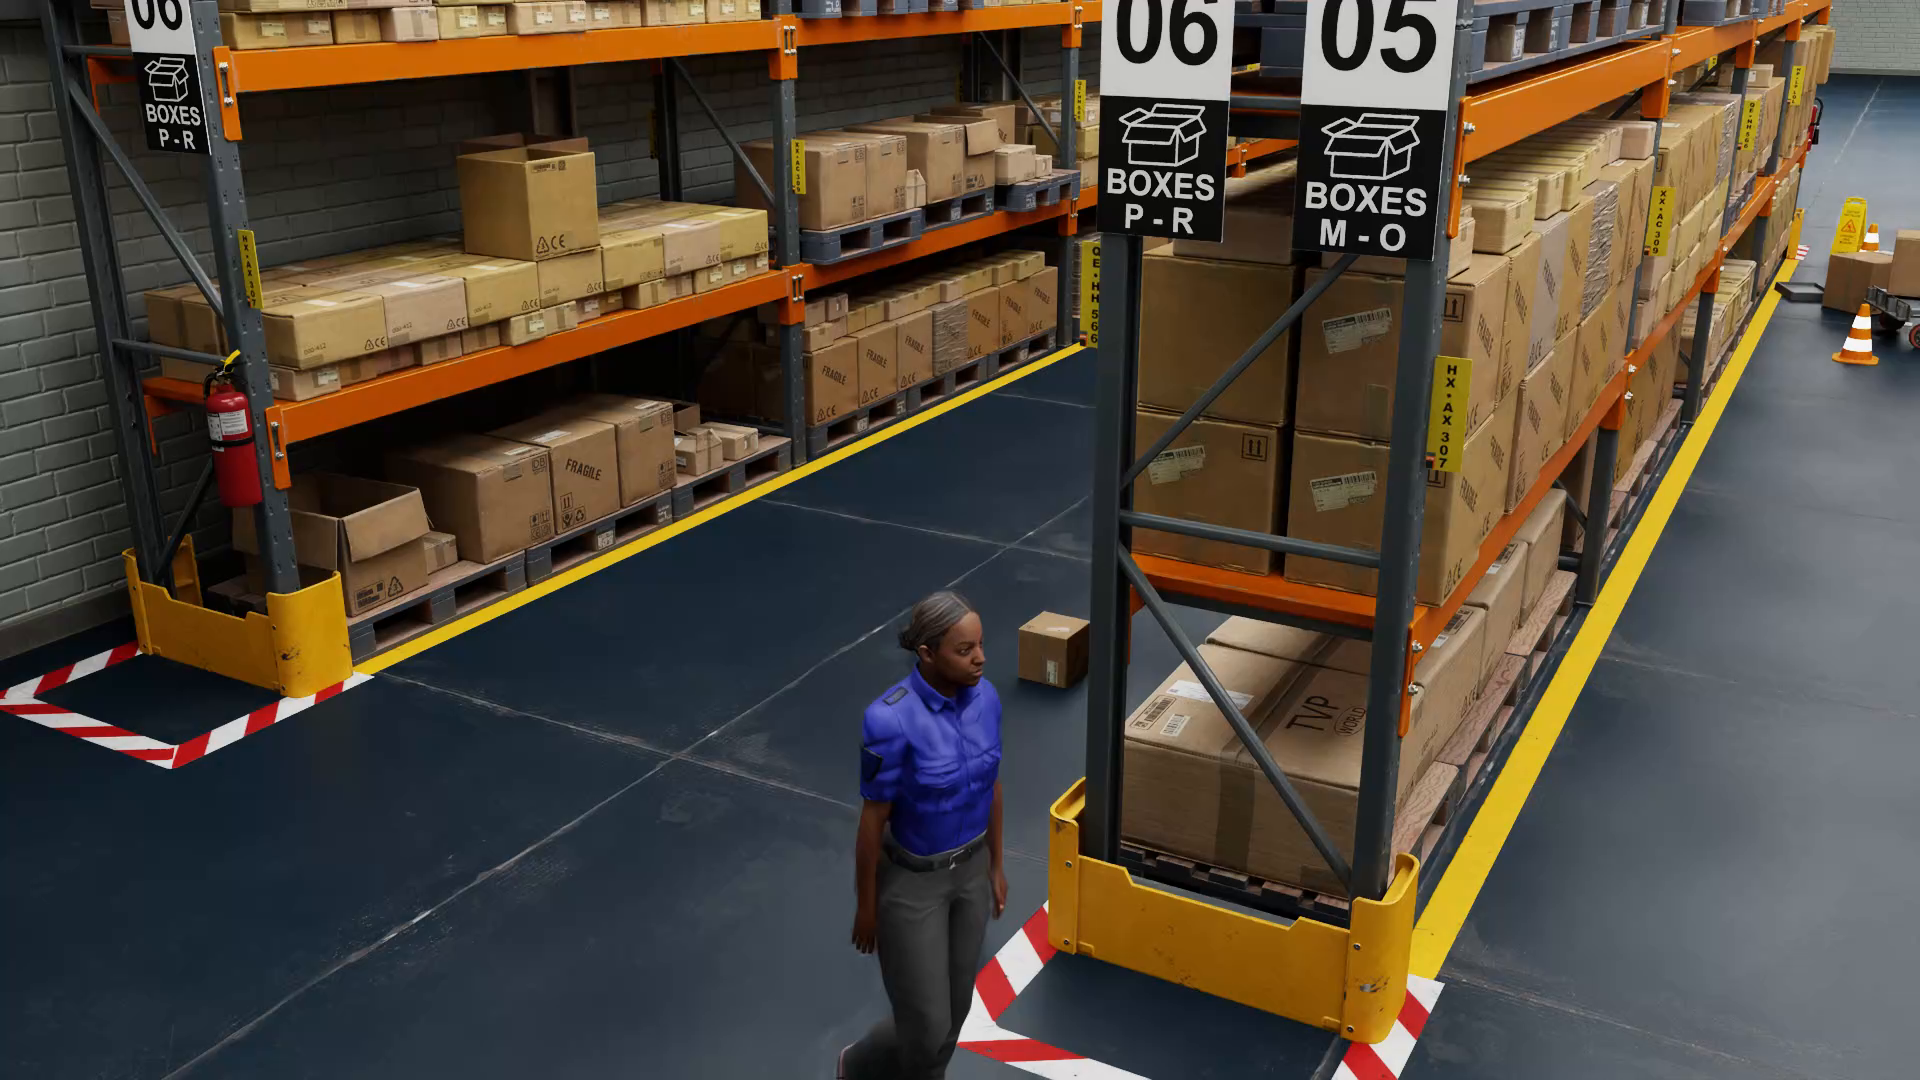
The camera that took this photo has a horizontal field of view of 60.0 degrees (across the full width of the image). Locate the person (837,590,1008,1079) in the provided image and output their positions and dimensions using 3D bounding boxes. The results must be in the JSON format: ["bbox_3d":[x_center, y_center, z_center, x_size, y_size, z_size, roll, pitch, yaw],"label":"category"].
[{"bbox_3d":[-0.080,0.908,4.429,0.497,1.653,0.453,-18,26,-41],"label":"person"}]
